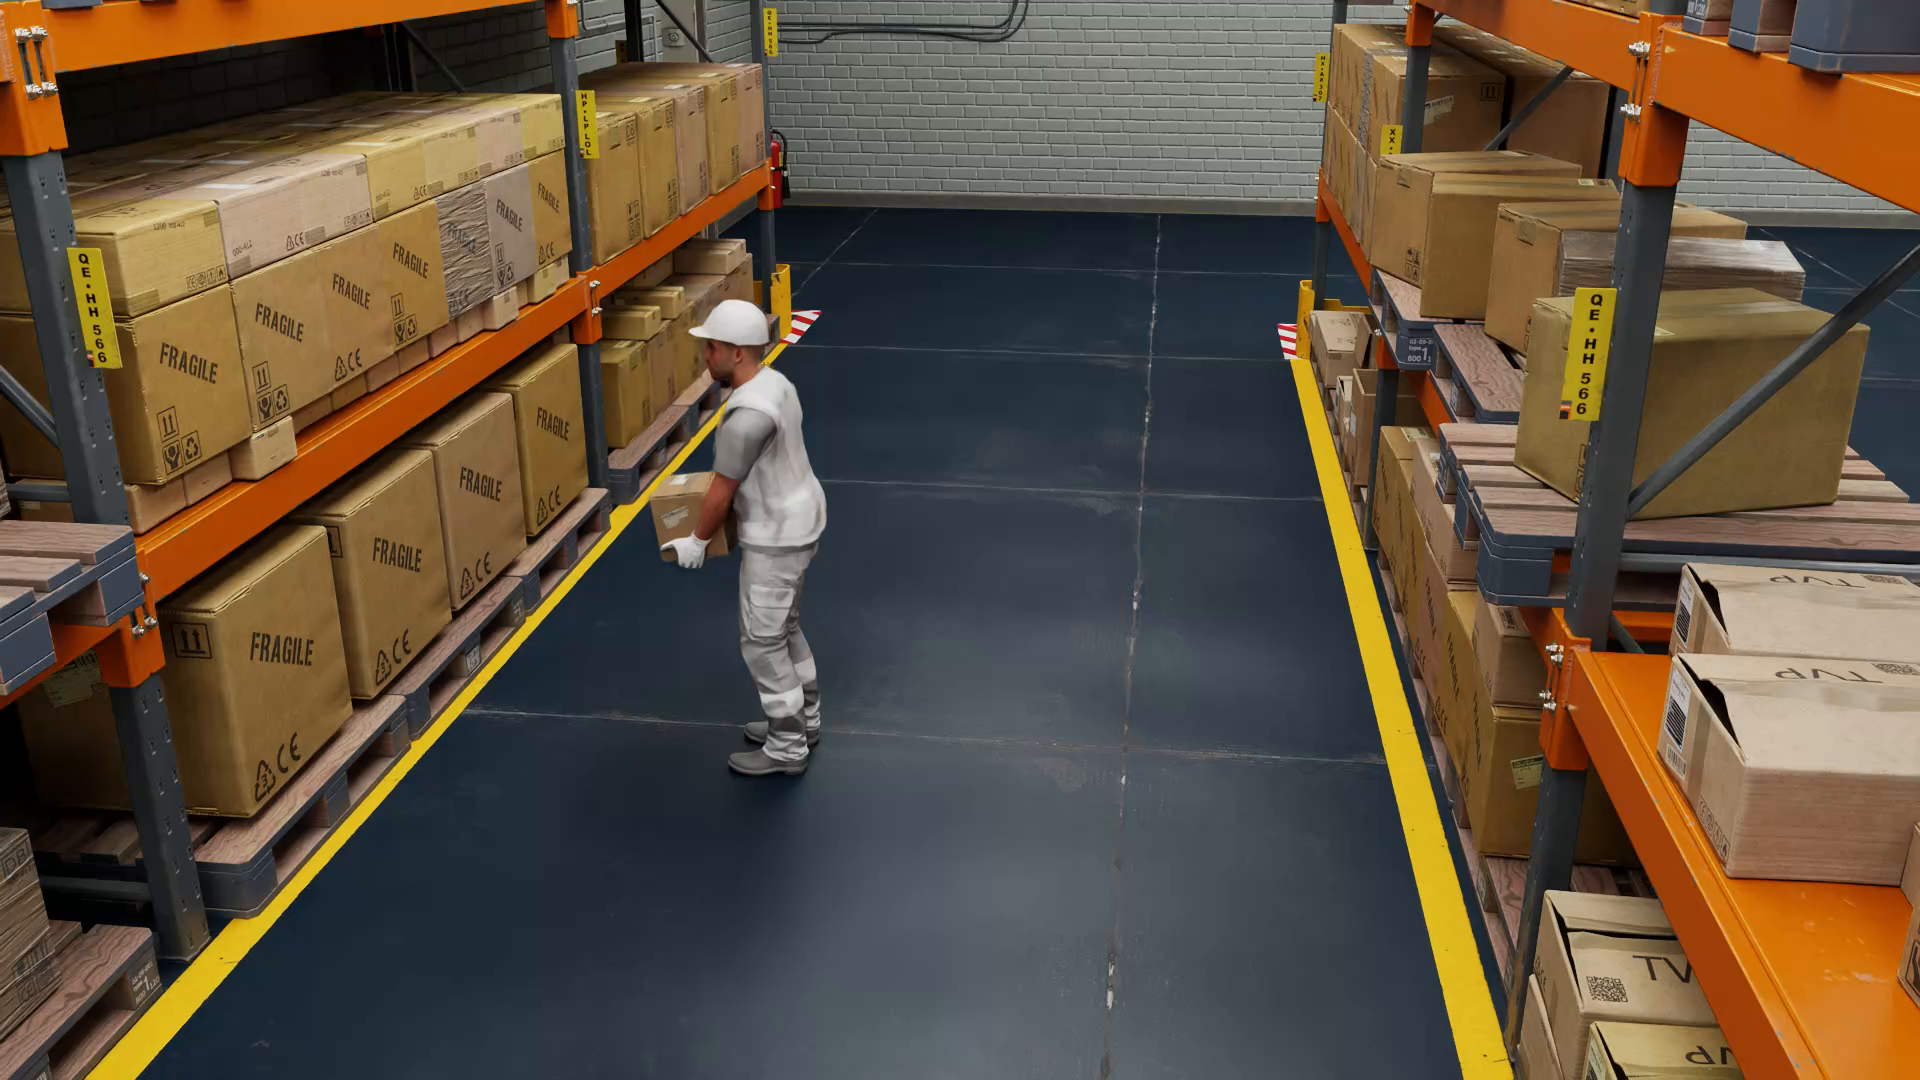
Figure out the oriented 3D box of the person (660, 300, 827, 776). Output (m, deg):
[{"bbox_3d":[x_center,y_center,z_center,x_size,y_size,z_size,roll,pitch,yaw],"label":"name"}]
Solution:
[{"bbox_3d":[-0.781,-0.001,6.071,0.580,1.772,0.491,2,21,5],"label":"person"}]
